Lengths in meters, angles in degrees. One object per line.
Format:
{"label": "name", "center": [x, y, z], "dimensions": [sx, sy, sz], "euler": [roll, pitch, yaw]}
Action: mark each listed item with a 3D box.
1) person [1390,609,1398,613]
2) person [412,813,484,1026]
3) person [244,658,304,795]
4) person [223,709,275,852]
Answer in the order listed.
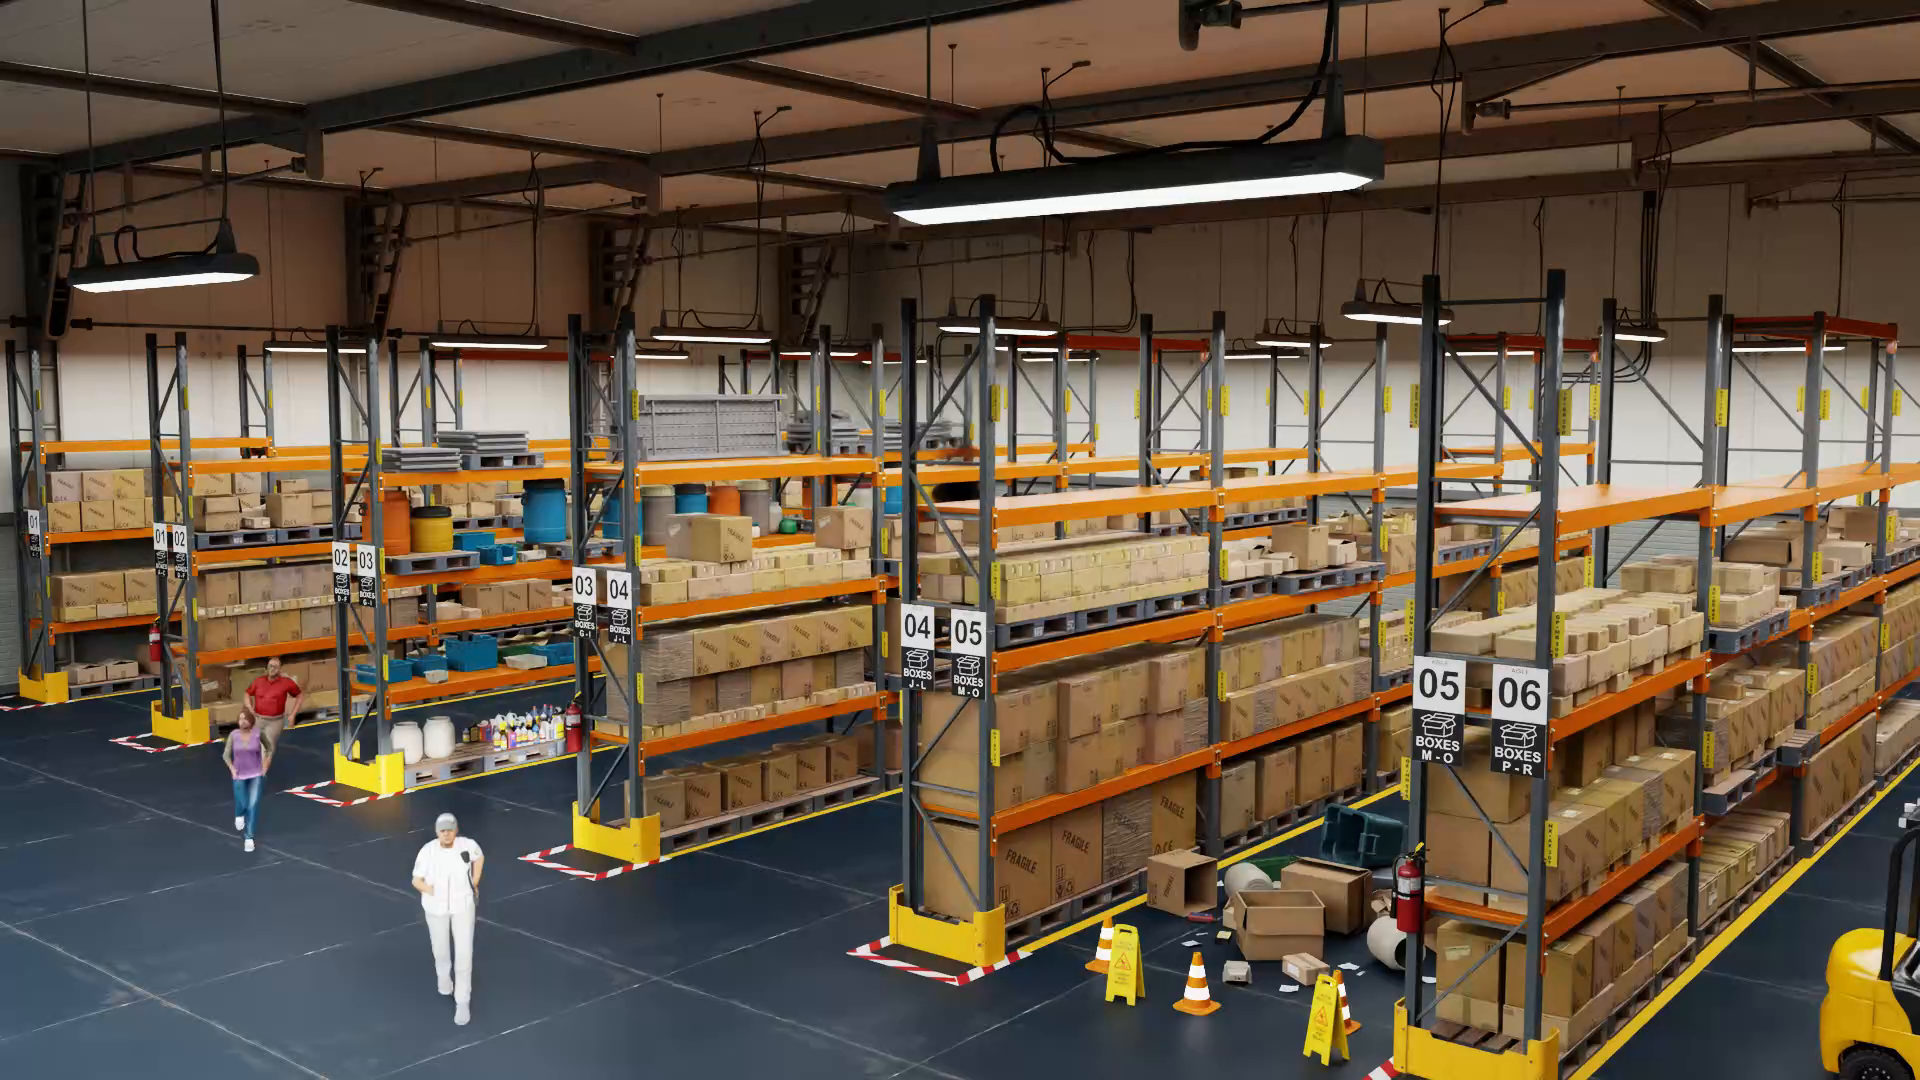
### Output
{"label": "person", "center": [7.099, 1.942, 27.013], "dimensions": [0.618, 1.617, 0.592], "euler": [-5, 7, -43]}
{"label": "person", "center": [-4.264, 3.084, 13.883], "dimensions": [0.568, 1.684, 0.901], "euler": [-1, 5, -14]}
{"label": "person", "center": [-8.947, 2.378, 21.577], "dimensions": [0.728, 1.688, 0.948], "euler": [0, 5, 0]}
{"label": "person", "center": [-8.087, 2.700, 18.936], "dimensions": [0.542, 1.577, 0.678], "euler": [-2, 5, -20]}
